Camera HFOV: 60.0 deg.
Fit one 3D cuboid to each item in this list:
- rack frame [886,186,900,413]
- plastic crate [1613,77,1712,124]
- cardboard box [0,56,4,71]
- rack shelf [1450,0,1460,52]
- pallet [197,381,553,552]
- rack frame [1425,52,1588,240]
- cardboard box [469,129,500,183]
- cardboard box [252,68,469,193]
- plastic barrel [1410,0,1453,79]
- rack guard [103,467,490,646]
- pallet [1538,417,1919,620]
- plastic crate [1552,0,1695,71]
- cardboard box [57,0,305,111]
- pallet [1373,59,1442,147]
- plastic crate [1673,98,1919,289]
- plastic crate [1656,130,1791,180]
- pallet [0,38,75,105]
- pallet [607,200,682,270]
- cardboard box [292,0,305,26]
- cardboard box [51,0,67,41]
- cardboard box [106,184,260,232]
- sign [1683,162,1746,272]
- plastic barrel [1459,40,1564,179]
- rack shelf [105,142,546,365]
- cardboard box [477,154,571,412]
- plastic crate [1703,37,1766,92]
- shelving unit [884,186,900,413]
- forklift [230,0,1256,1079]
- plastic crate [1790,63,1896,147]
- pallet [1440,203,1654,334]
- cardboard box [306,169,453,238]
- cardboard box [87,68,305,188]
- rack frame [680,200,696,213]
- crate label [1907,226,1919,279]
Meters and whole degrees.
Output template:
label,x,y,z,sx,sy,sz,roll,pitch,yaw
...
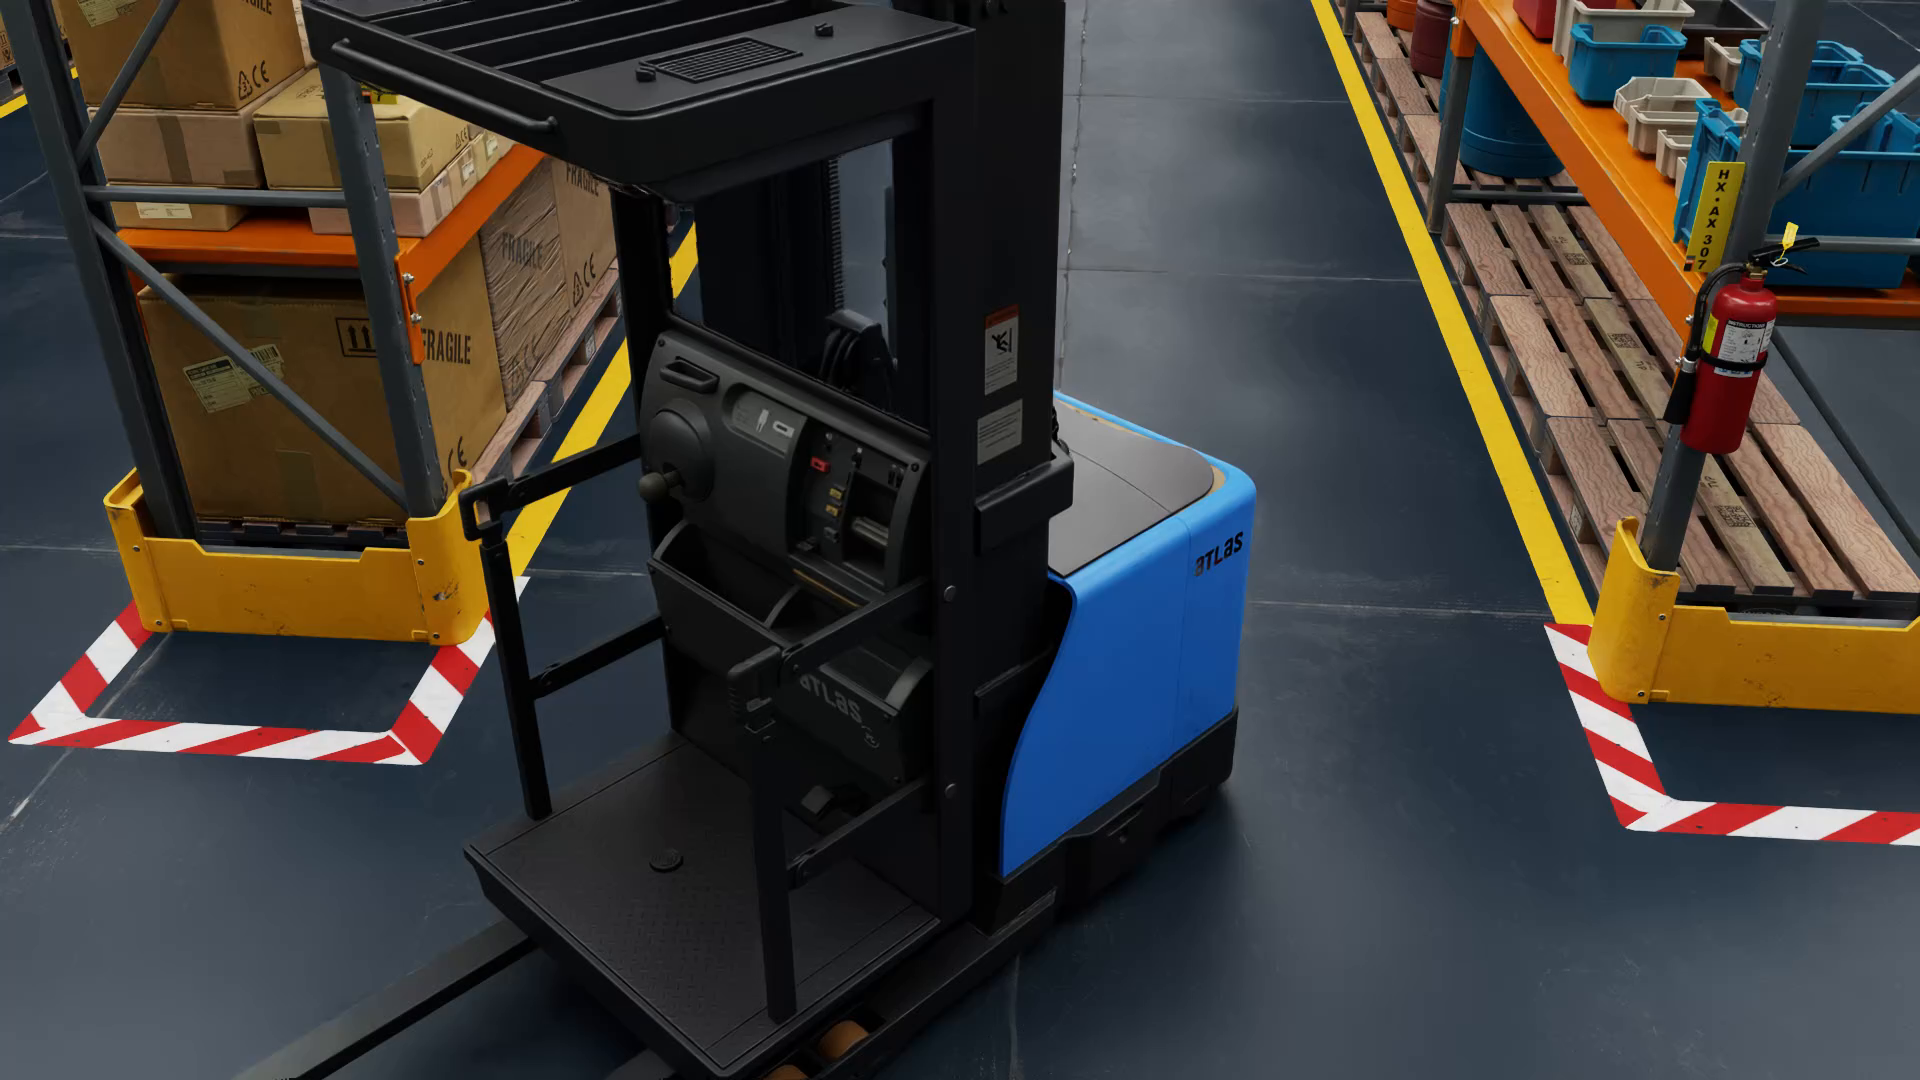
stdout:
label,x,y,z,sx,sy,sz,roll,pitch,yaw
rack frame,-0.029,-0.451,5.552,0.400,1.500,0.023,2,32,4
plastic crate,2.615,-1.629,6.229,0.298,0.136,0.250,2,32,4
cardboard box,-6.493,-3.163,10.506,0.500,0.500,0.500,4,32,6
rack shelf,3.176,-3.660,10.015,1.077,0.370,4.000,2,32,4
pallet,-2.262,-0.275,6.495,1.003,0.211,1.213,2,32,4
rack frame,3.013,-2.920,8.130,1.000,3.000,0.127,2,32,4
cardboard box,-1.851,-1.373,5.858,0.380,0.149,0.250,2,32,3
cardboard box,-1.941,-1.343,5.429,0.500,0.250,0.500,2,32,3
plastic barrel,3.224,-3.317,10.672,0.600,0.588,0.708,2,32,4
rack guard,-2.251,0.036,5.714,1.175,0.500,0.348,2,32,4
pallet,2.793,-0.071,6.164,1.003,0.211,1.213,2,32,4
plastic crate,2.705,-2.105,6.862,0.437,0.282,0.530,2,32,4
cardboard box,-2.471,-1.688,5.275,0.500,0.500,0.500,3,32,5
pallet,3.214,-2.775,10.551,1.003,0.211,1.213,2,32,4
plastic crate,2.529,-1.052,5.008,0.616,0.435,0.499,2,32,4
plastic crate,2.611,-1.327,5.739,0.396,0.136,0.243,2,32,4
pallet,-6.700,-3.256,11.333,1.003,0.211,1.213,2,32,4
pallet,-2.063,-1.551,8.565,1.003,0.211,1.213,2,32,4
cardboard box,-2.391,-1.899,6.332,0.500,0.250,0.500,1,32,2
cardboard box,-6.399,-3.699,11.376,0.500,0.500,0.500,1,32,2
cardboard box,-2.548,-1.134,5.470,0.380,0.149,0.250,3,32,5
sign,2.138,-0.913,4.717,0.100,0.325,0.005,2,32,4
plastic barrel,3.074,-2.490,9.031,0.600,0.901,0.708,2,32,4
rack shelf,-2.086,-1.780,6.965,1.077,0.370,4.000,2,32,4
cardboard box,-2.203,-1.129,6.847,0.875,0.875,0.875,2,32,4
plastic crate,3.171,-1.910,6.685,0.293,0.136,0.466,2,32,4
shelving unit,0.001,-0.642,5.862,0.431,1.500,0.755,2,32,4
forklift,-0.573,-0.136,3.677,1.130,2.935,3.031,27,41,37
plastic crate,3.143,-1.587,6.068,0.416,0.233,0.300,2,32,4
pallet,2.992,-1.347,8.235,1.003,0.211,1.213,2,32,4
cardboard box,-1.891,-1.105,5.423,0.380,0.149,0.250,3,32,5
cardboard box,-2.474,-1.368,5.470,0.500,0.250,0.500,2,32,3
rack frame,-1.923,-3.132,8.473,1.000,3.000,0.127,2,32,4
crate label,3.036,-0.898,4.951,0.416,0.233,0.303,2,32,4
